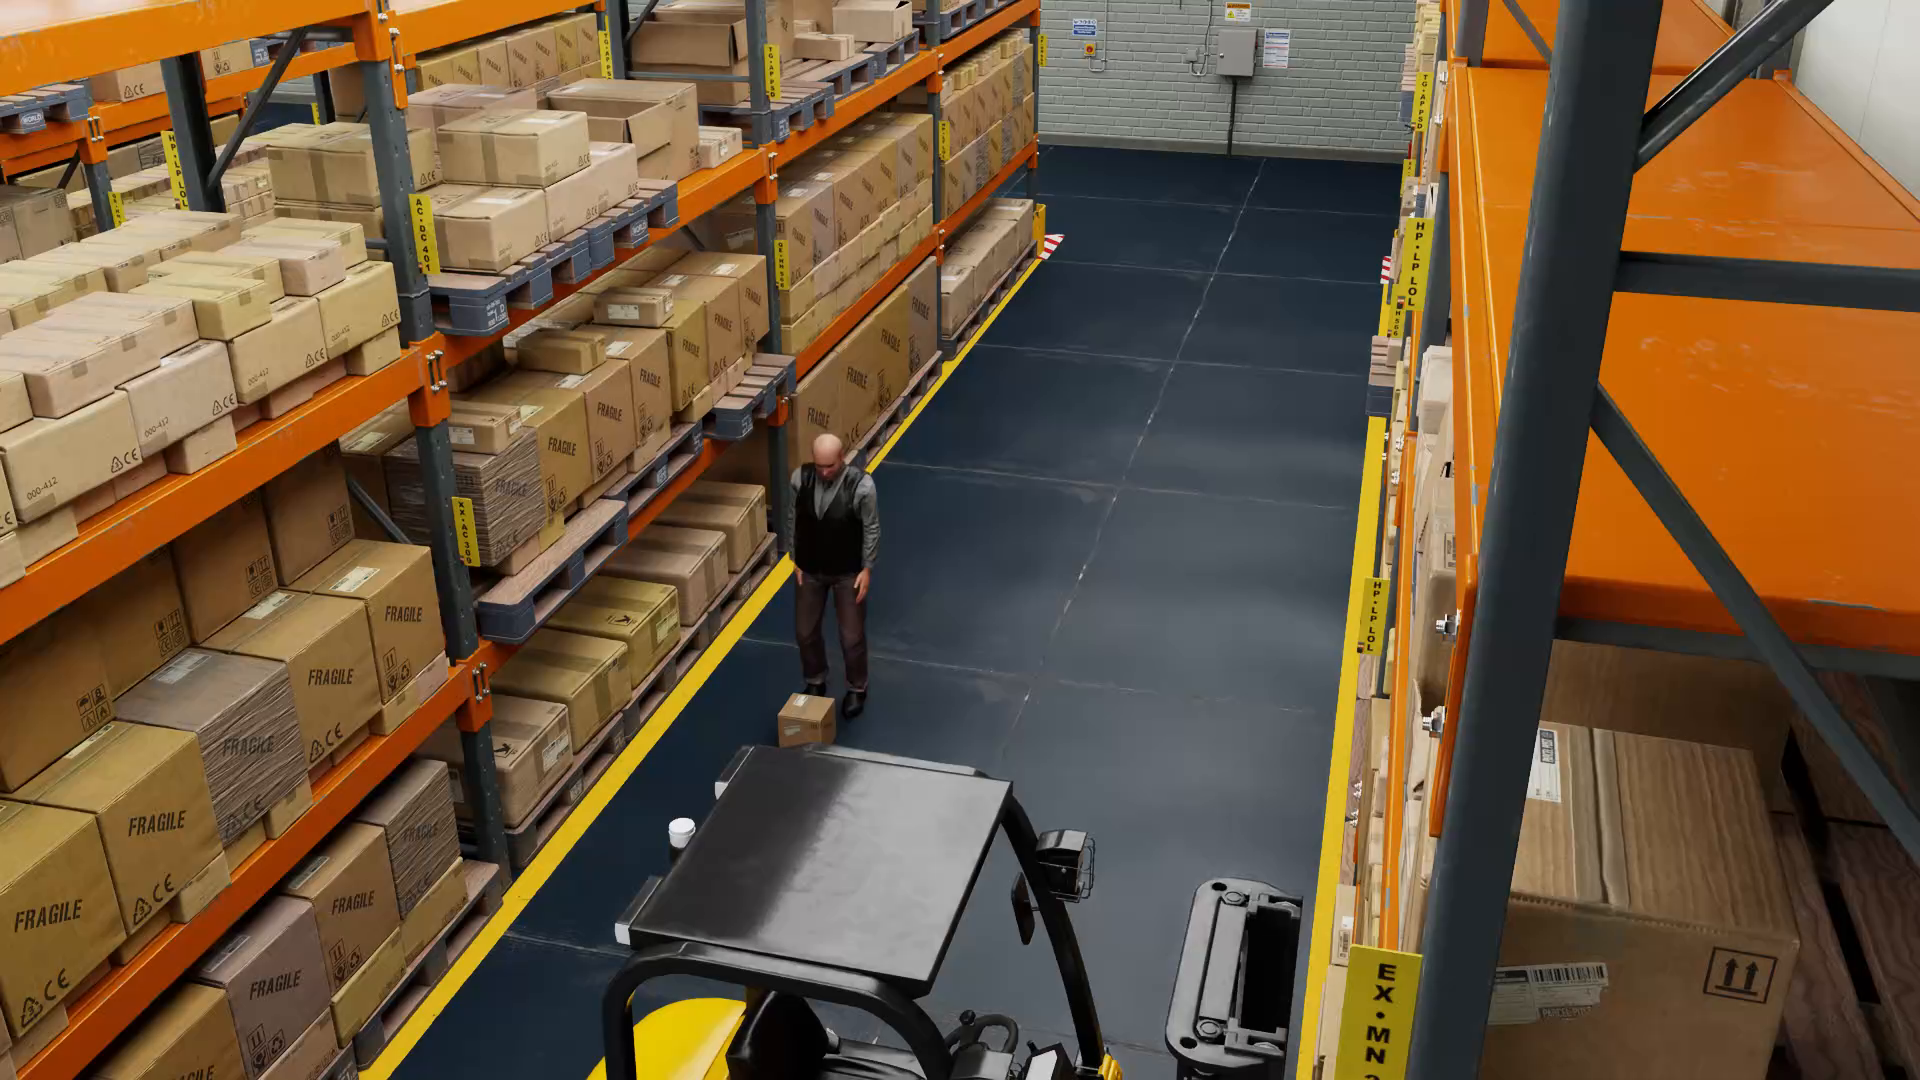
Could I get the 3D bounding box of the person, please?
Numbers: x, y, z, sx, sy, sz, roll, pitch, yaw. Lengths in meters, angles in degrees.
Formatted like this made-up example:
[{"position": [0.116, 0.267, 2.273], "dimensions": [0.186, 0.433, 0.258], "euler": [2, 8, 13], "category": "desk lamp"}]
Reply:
[{"position": [-0.706, 0.176, 9.405], "dimensions": [0.546, 1.697, 0.385], "euler": [7, 26, 14], "category": "person"}]
